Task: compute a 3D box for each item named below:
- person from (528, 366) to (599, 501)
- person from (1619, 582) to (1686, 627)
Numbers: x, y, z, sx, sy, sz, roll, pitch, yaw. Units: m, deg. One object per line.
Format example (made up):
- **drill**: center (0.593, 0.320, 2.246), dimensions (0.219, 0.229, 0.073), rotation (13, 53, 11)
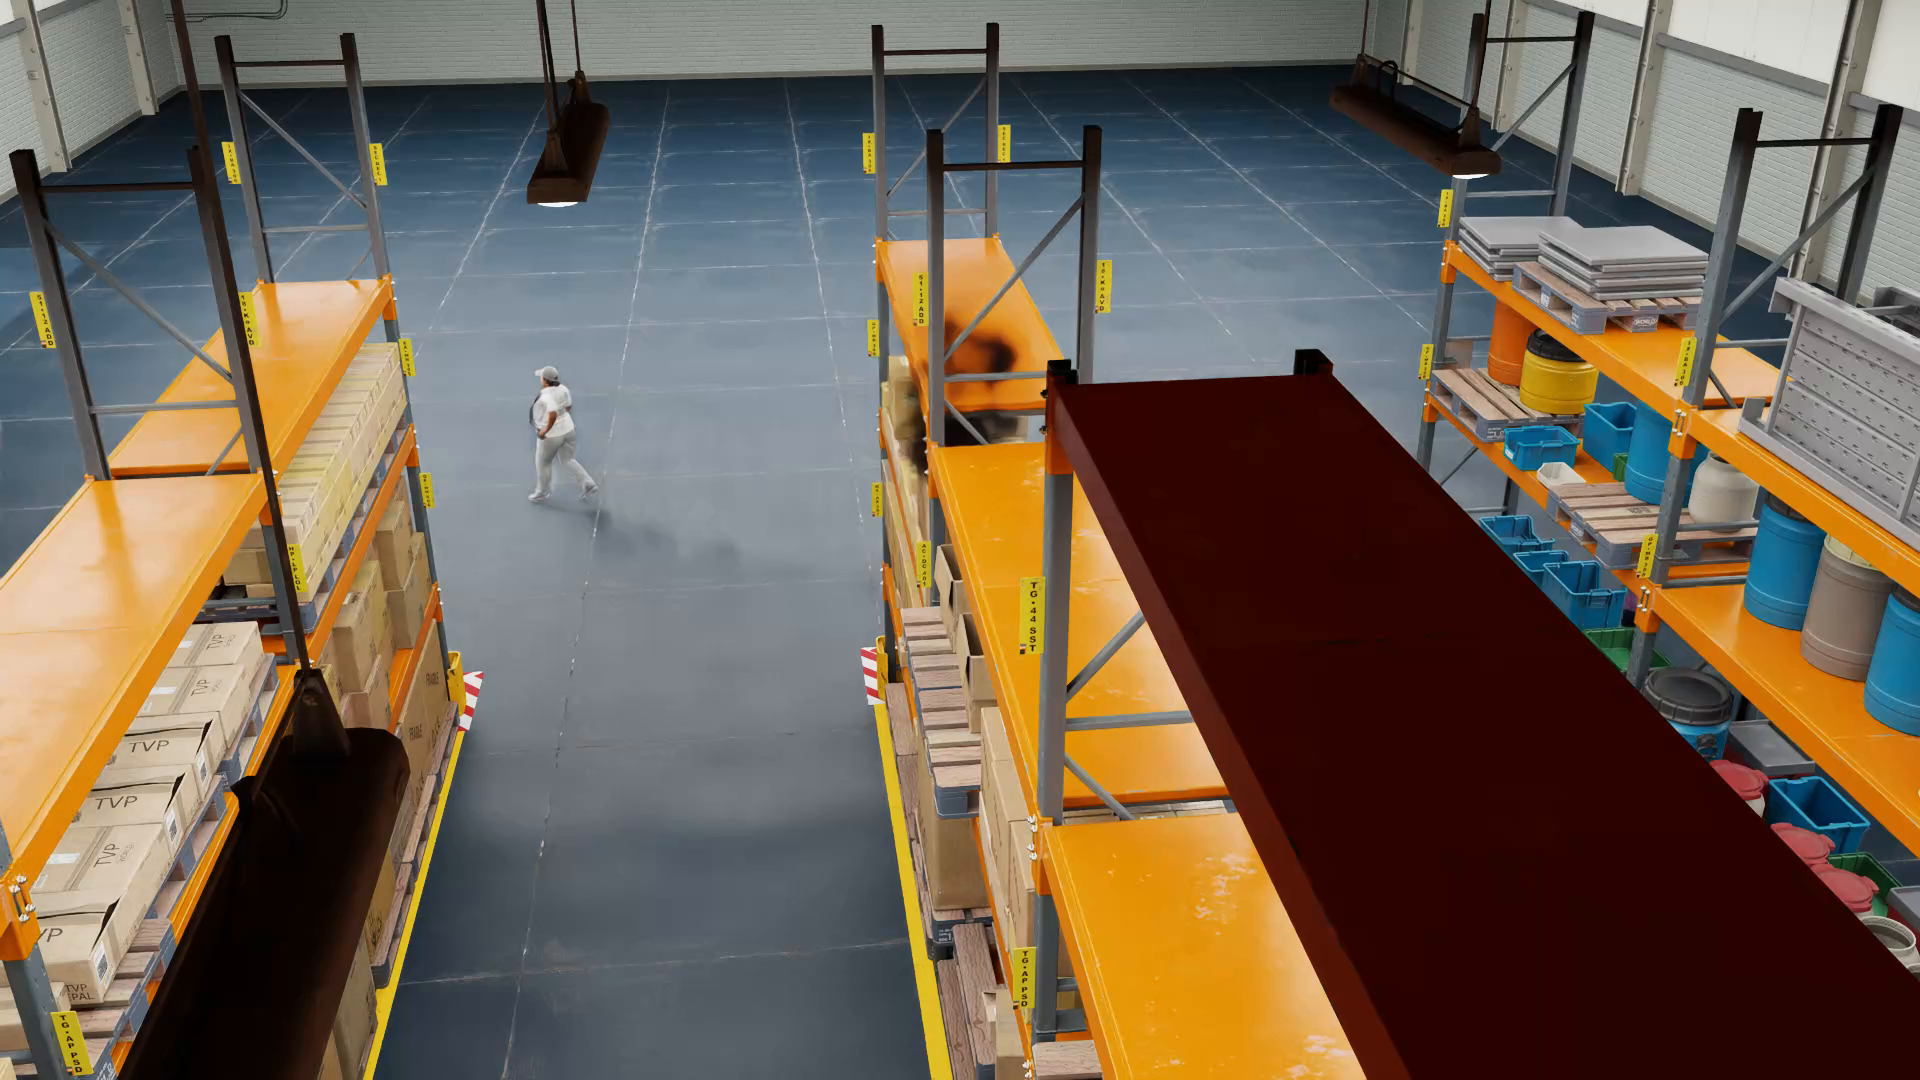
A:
- **person**: center (-4.616, -1.188, 19.040), dimensions (0.925, 1.674, 0.608), rotation (12, 28, 24)
- **person**: center (6.315, 0.640, 15.316), dimensions (0.554, 1.569, 0.810), rotation (-6, 26, -13)
